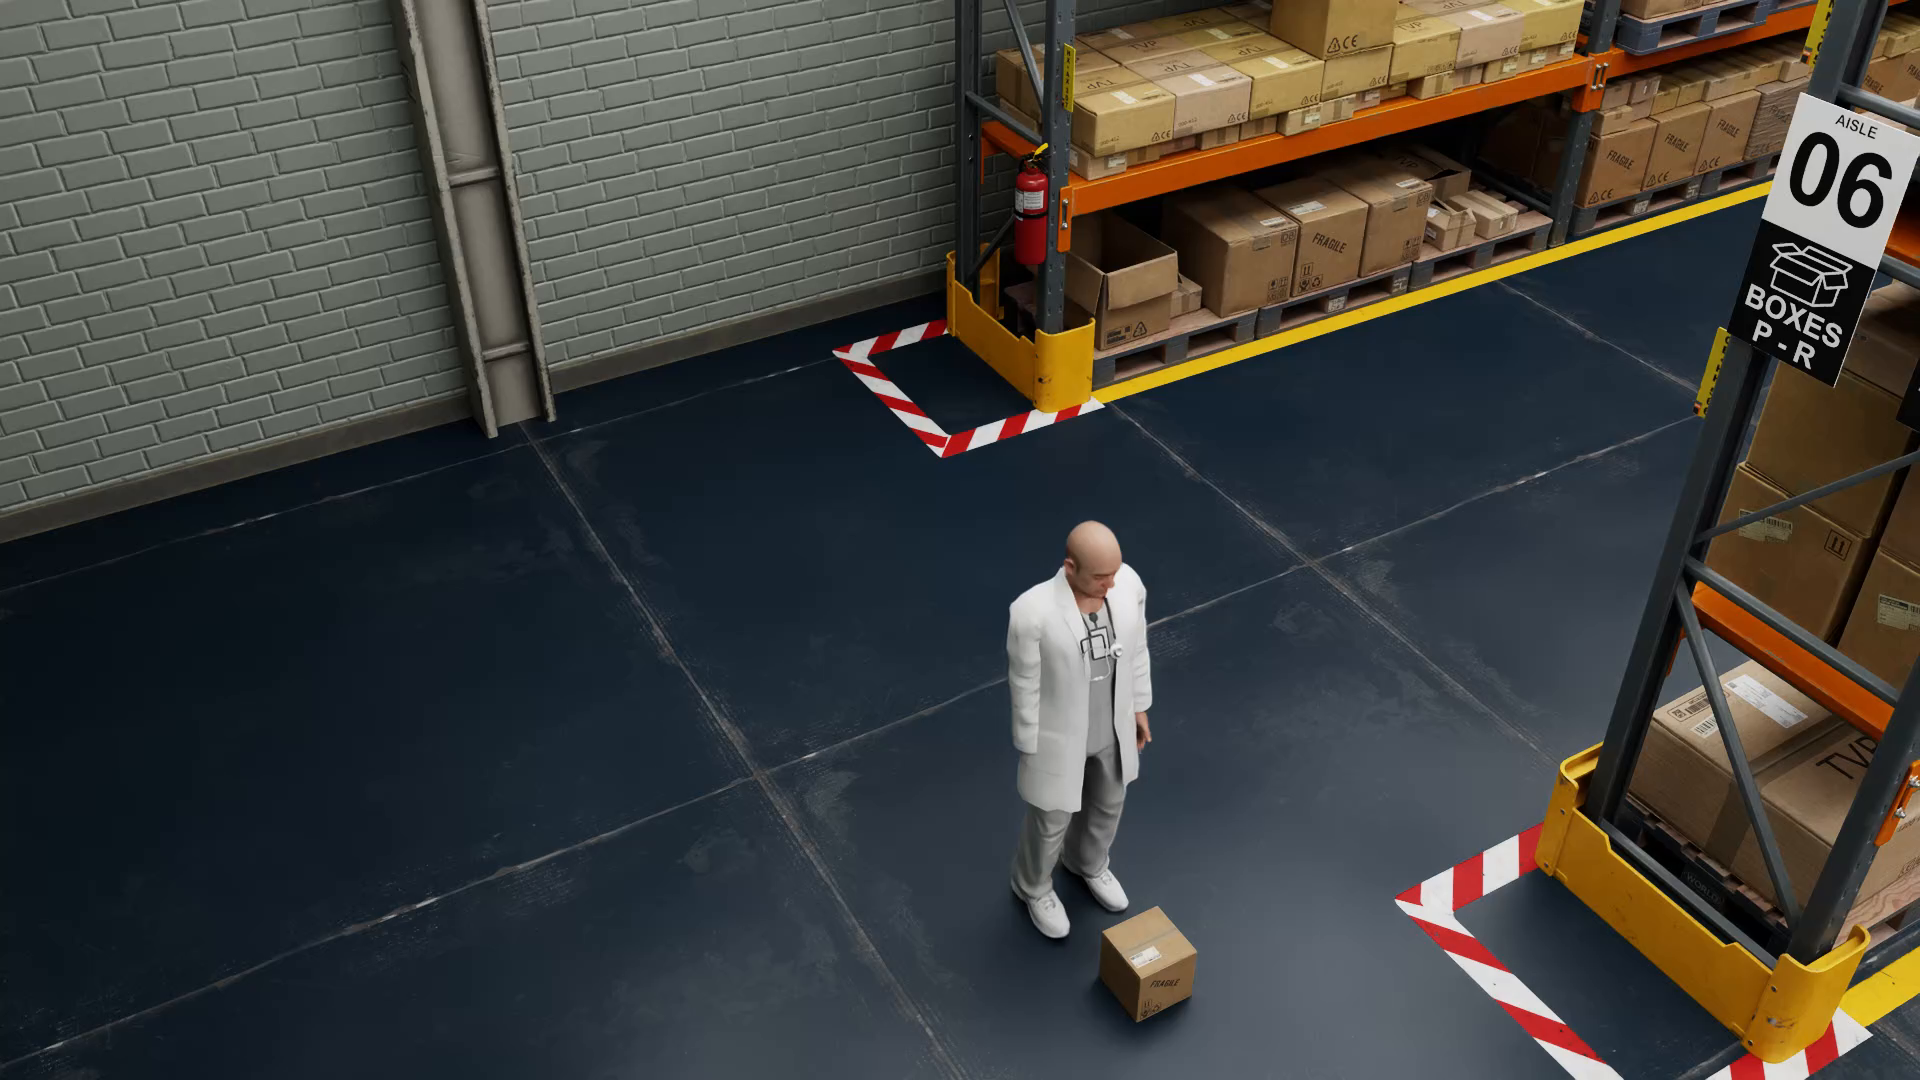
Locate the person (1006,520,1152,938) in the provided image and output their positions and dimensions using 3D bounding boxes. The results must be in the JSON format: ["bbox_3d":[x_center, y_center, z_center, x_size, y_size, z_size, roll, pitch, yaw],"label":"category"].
[{"bbox_3d":[0.448,0.680,6.026,0.562,1.777,0.383,-18,40,-23],"label":"person"}]
